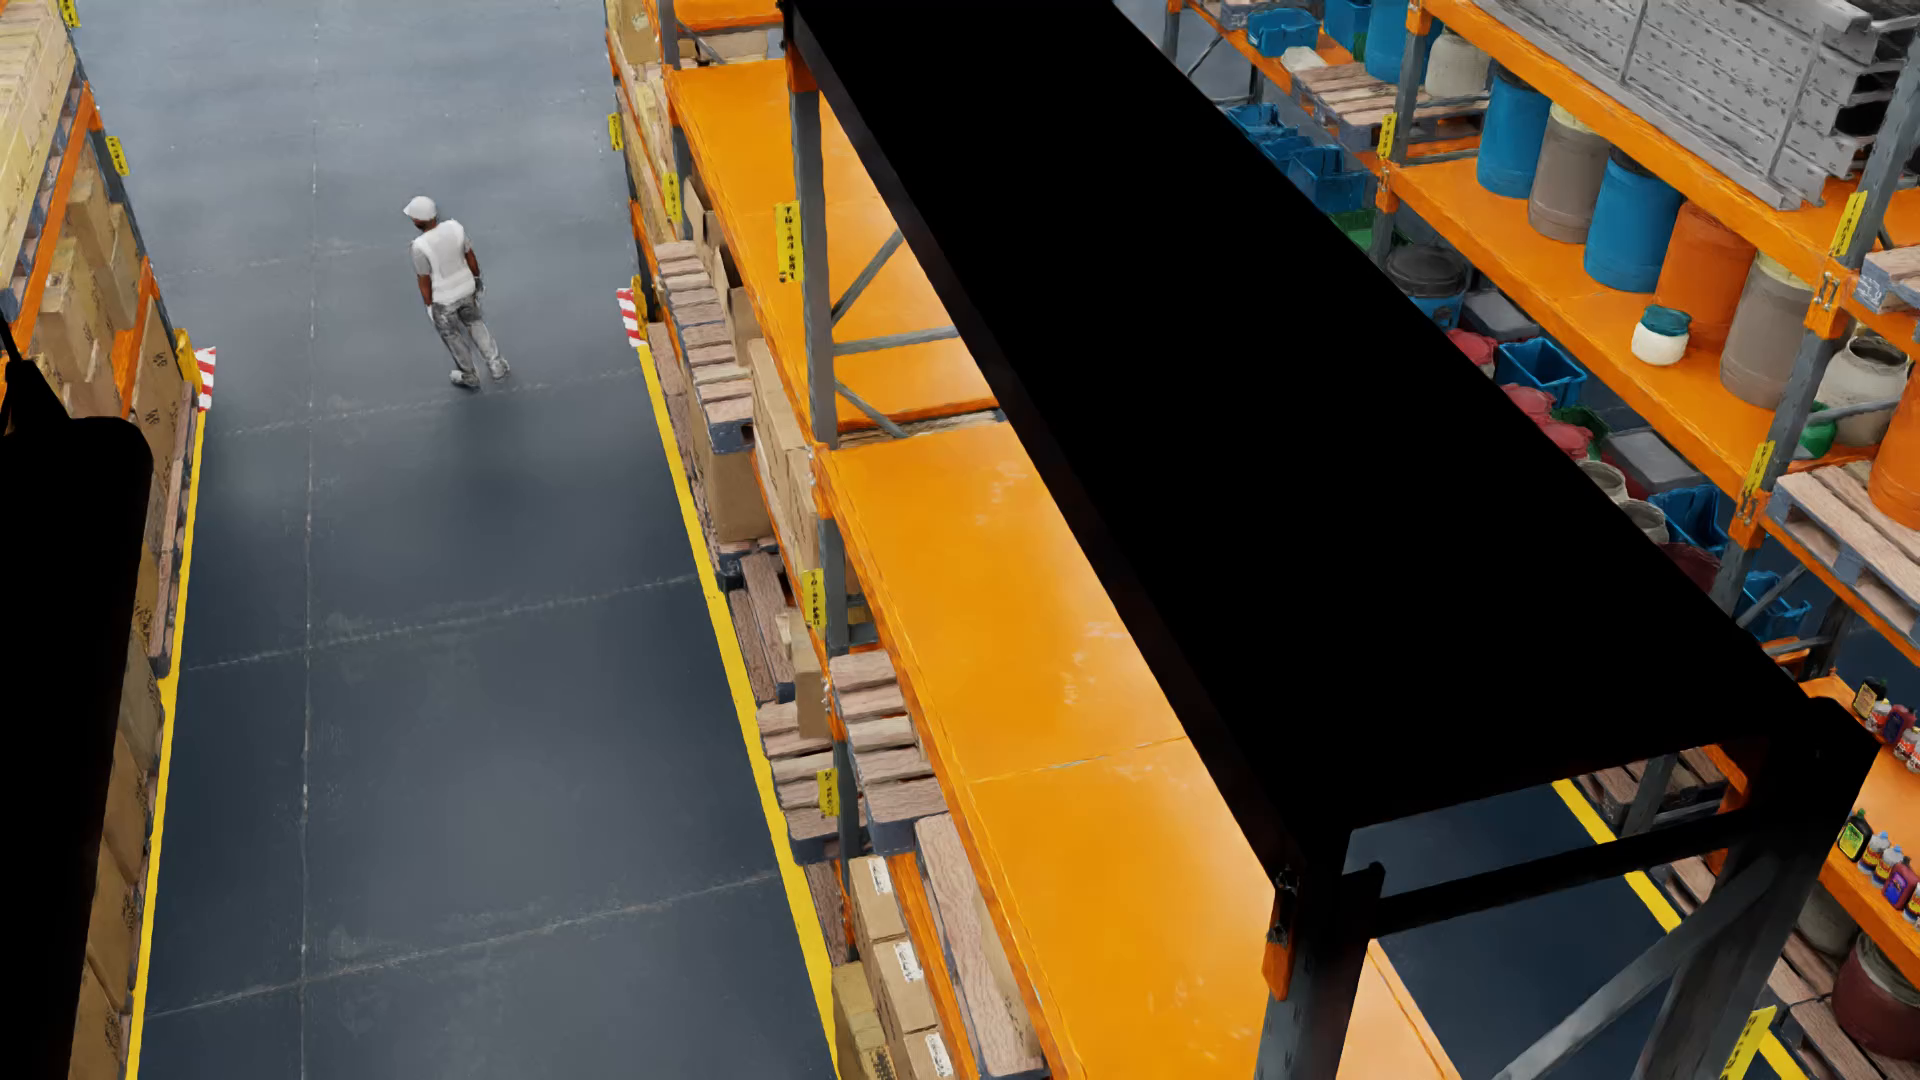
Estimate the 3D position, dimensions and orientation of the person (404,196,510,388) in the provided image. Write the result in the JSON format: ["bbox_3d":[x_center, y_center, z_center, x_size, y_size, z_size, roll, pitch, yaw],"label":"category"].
[{"bbox_3d":[-4.245,-2.066,14.014,0.574,1.774,0.602,26,45,29],"label":"person"}]

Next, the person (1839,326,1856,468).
[{"bbox_3d":[6.774,-1.207,13.044,0.638,1.602,0.814,-22,44,-26],"label":"person"}]
